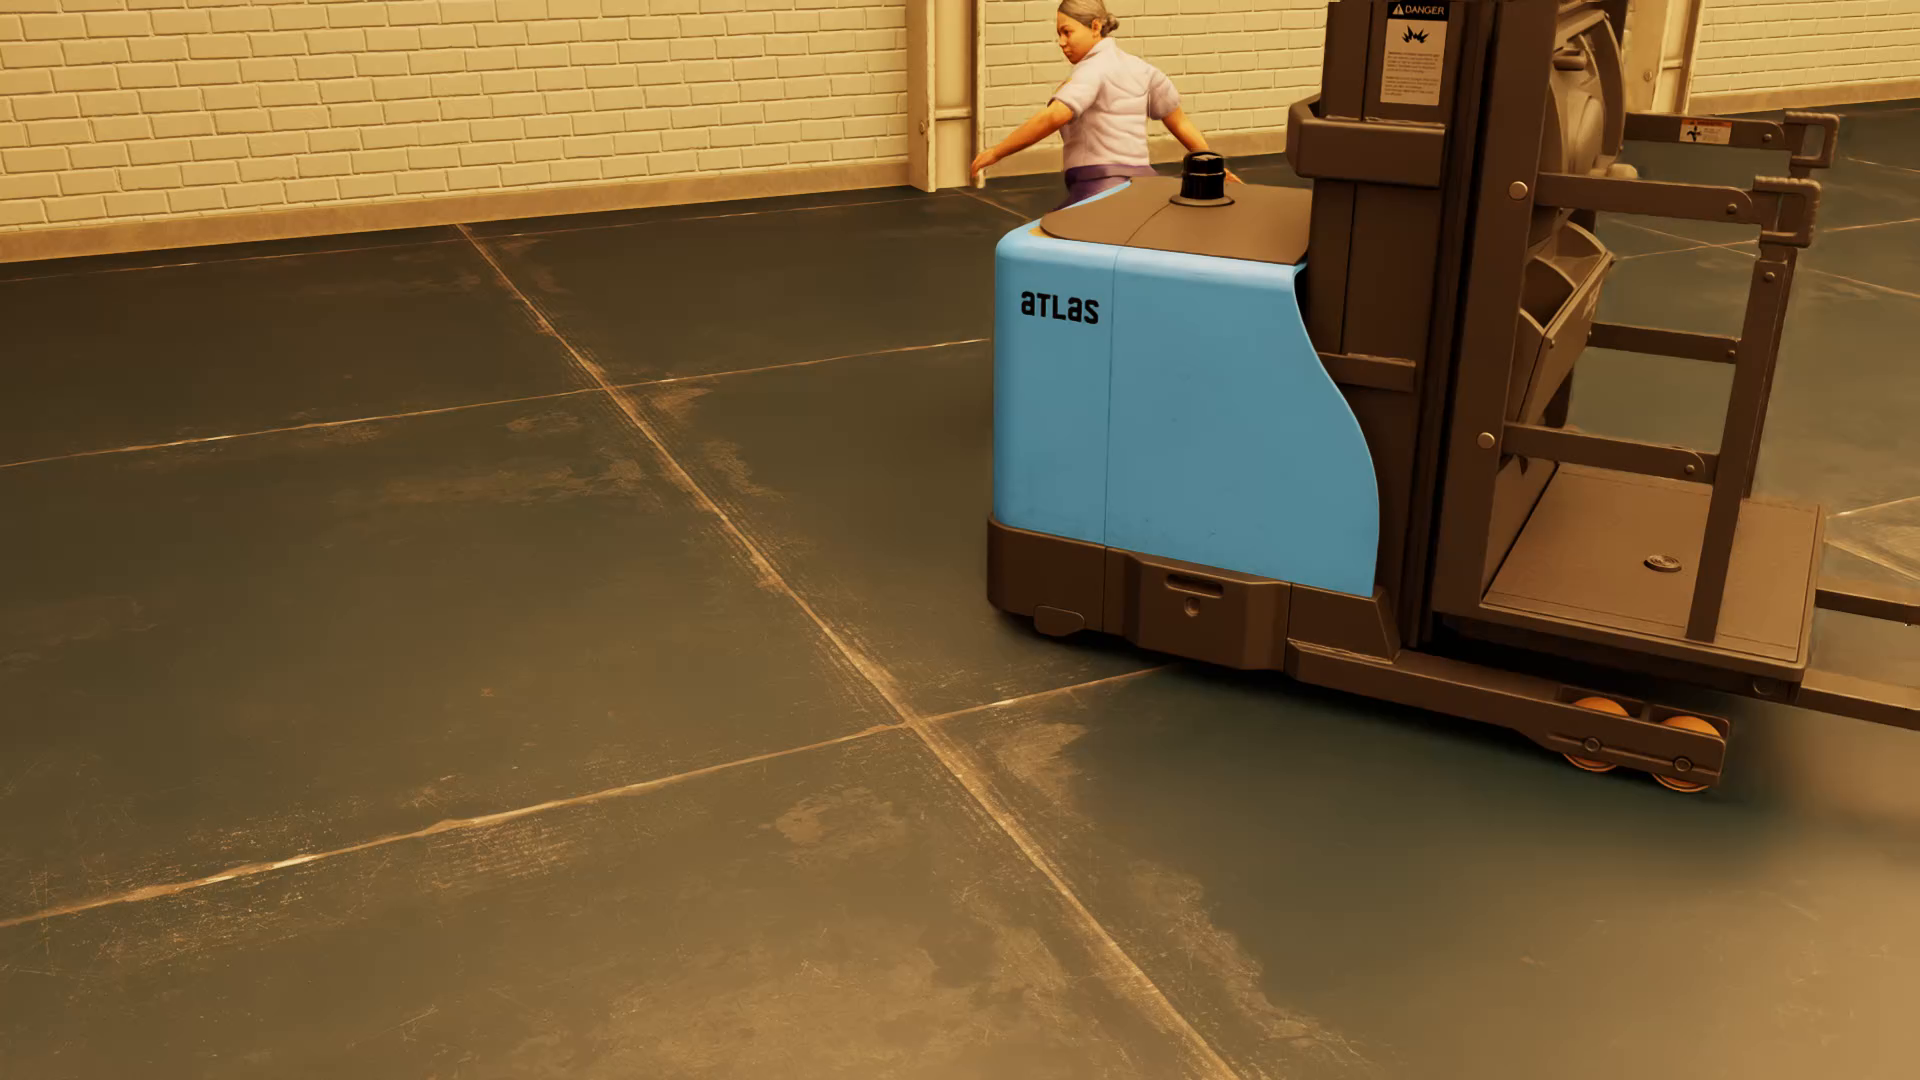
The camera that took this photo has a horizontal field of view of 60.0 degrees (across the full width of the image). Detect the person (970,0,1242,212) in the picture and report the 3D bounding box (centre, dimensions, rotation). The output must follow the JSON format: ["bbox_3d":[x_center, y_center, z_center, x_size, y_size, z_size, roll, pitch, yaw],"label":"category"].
[{"bbox_3d":[0.562,-1.214,6.250,1.036,1.608,0.528,-21,30,-40],"label":"person"}]

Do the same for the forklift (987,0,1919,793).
[{"bbox_3d":[1.620,-1.019,3.740,3.031,2.935,1.130,11,25,26],"label":"forklift"}]
